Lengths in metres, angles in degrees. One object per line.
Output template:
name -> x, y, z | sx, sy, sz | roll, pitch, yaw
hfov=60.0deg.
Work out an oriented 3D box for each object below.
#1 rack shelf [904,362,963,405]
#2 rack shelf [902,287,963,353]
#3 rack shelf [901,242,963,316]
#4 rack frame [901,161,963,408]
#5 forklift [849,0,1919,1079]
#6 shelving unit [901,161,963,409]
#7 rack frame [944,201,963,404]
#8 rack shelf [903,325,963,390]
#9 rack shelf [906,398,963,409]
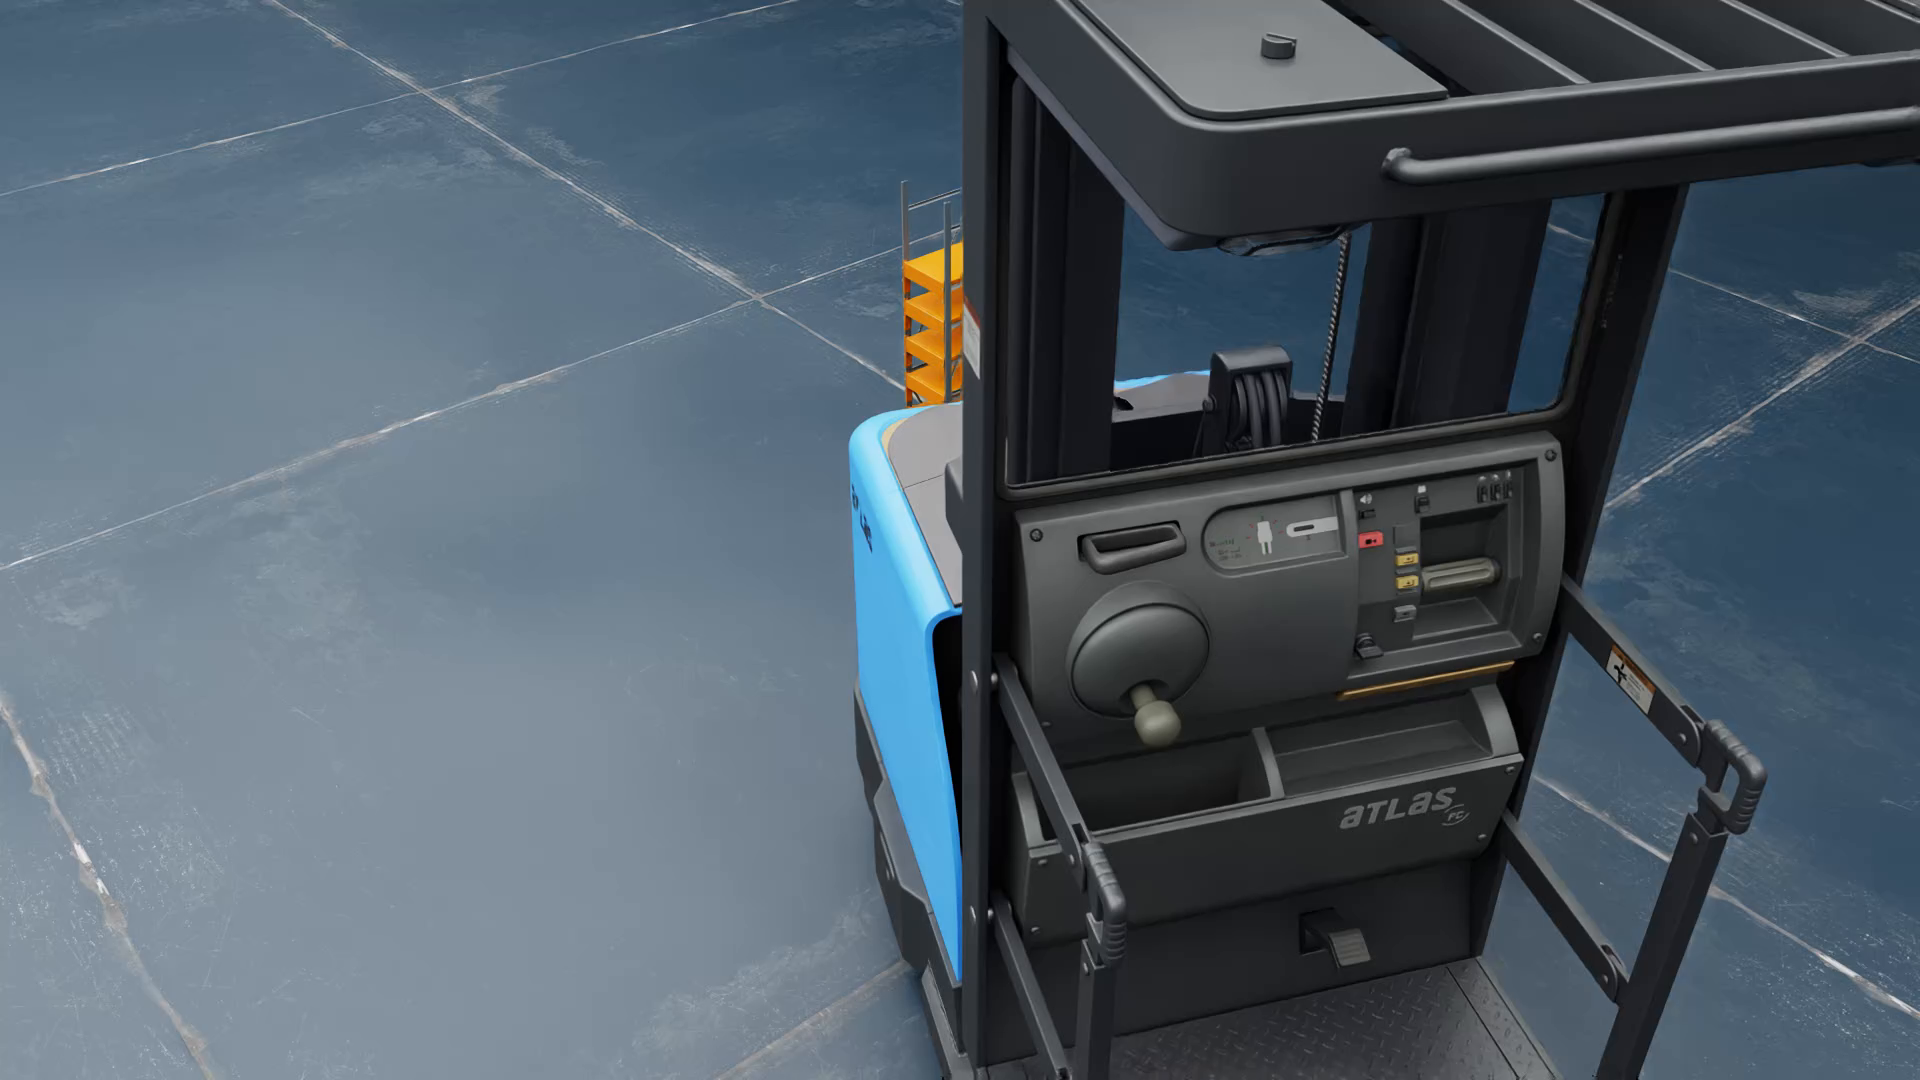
rack shelf -> -0.009, -0.460, 4.938 | 0.258, 0.103, 0.180 | -26, 43, -32
rack shelf -> -0.009, -0.656, 4.799 | 0.258, 0.103, 0.180 | -26, 43, -32
rack shelf -> -0.009, -0.754, 4.730 | 0.258, 0.103, 0.180 | -26, 43, -32
rack frame -> -0.068, -0.536, 4.969 | 0.240, 1.200, 0.006 | -26, 43, -32
forklift -> 0.606, 0.144, 2.510 | 1.130, 2.935, 3.031 | -9, 36, -12
shelving unit -> -0.009, -0.496, 4.912 | 0.258, 1.200, 0.189 | -26, 43, -32
rack frame -> 0.050, -0.456, 4.855 | 0.240, 1.200, 0.006 | -26, 43, -32
rack shelf -> -0.009, -0.558, 4.869 | 0.258, 0.103, 0.180 | -26, 43, -32
rack shelf -> -0.009, -0.362, 5.007 | 0.258, 0.103, 0.180 | -26, 43, -32
